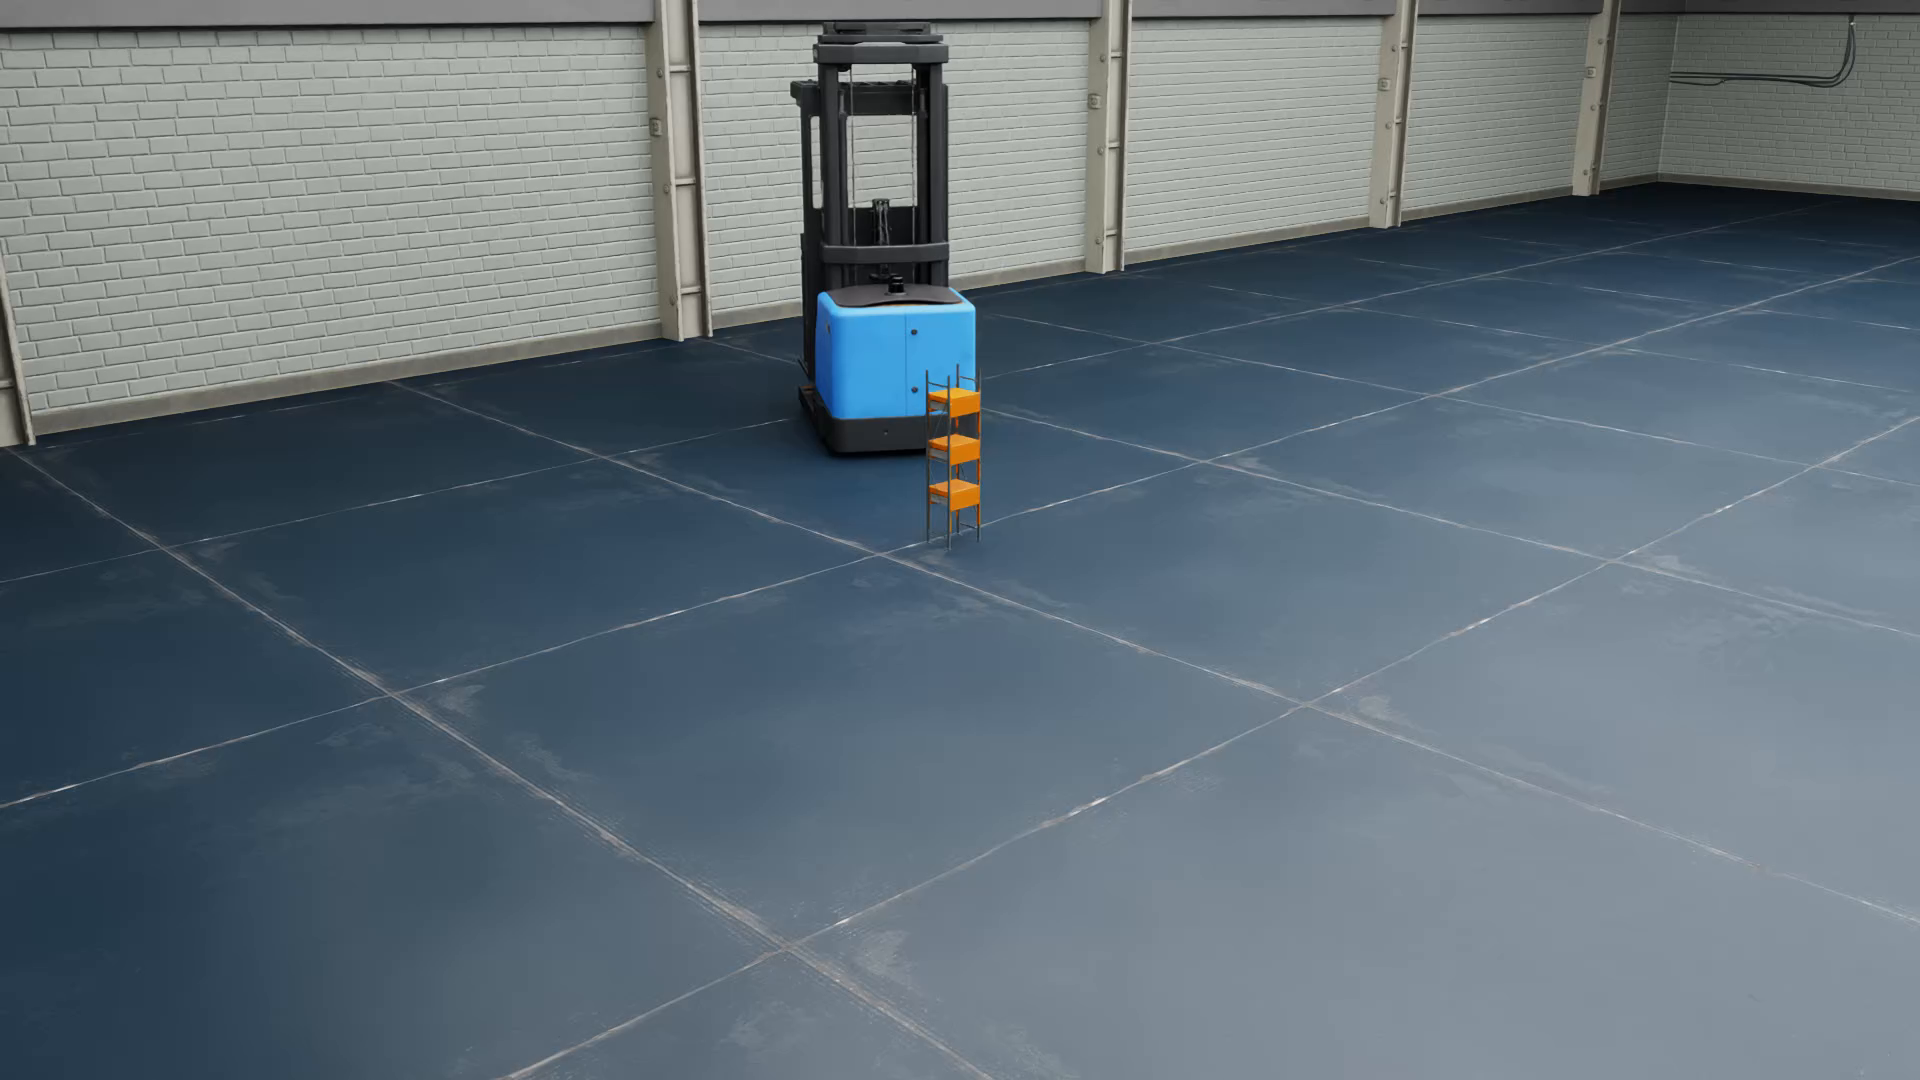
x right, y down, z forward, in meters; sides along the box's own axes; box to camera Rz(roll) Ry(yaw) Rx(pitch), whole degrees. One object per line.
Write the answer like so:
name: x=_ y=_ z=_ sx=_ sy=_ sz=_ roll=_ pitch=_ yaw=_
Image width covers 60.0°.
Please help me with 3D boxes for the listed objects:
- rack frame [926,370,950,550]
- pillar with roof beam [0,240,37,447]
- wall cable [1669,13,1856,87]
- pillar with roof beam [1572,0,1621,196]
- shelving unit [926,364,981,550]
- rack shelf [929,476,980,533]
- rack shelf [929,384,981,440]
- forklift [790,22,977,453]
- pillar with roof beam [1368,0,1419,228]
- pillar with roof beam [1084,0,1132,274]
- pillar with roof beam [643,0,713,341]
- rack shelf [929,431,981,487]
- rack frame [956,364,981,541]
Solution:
rack frame: x=-0.128 y=-0.462 z=9.708 sx=0.008 sy=1.050 sz=0.200 roll=-16 pitch=24 yaw=-41
pillar with roof beam: x=-4.035 y=-4.009 z=7.758 sx=0.400 sy=9.000 sz=9.100 roll=-16 pitch=24 yaw=-41
wall cable: x=13.495 y=-8.910 z=27.909 sx=0.112 sy=2.526 sz=3.097 roll=-16 pitch=24 yaw=-41
pillar with roof beam: x=13.403 y=-9.094 z=23.443 sx=0.400 sy=9.000 sz=9.100 roll=-16 pitch=24 yaw=-41
shelving unit: x=-0.039 y=-0.488 z=9.788 sx=0.252 sy=1.050 sz=0.215 roll=-16 pitch=24 yaw=-41
rack shelf: x=-0.039 y=-0.214 z=9.877 sx=0.240 sy=0.259 sz=0.215 roll=-16 pitch=24 yaw=-41
rack shelf: x=-0.039 y=-0.748 z=9.704 sx=0.240 sy=0.259 sz=0.215 roll=-16 pitch=24 yaw=-41
forklift: x=-0.677 y=-2.421 z=12.699 sx=1.130 sy=2.935 sz=3.031 roll=-4 pitch=18 yaw=-11
pillar with roof beam: x=9.044 y=-7.823 z=19.522 sx=0.400 sy=9.000 sz=9.100 roll=-16 pitch=24 yaw=-41
pillar with roof beam: x=4.684 y=-6.551 z=15.600 sx=0.400 sy=9.000 sz=9.100 roll=-16 pitch=24 yaw=-41
pillar with roof beam: x=0.324 y=-5.280 z=11.679 sx=0.400 sy=9.000 sz=9.100 roll=-16 pitch=24 yaw=-41
rack shelf: x=-0.039 y=-0.478 z=9.791 sx=0.240 sy=0.259 sz=0.215 roll=-16 pitch=24 yaw=-41
rack frame: x=0.050 y=-0.514 z=9.868 sx=0.008 sy=1.050 sz=0.200 roll=-16 pitch=24 yaw=-41
